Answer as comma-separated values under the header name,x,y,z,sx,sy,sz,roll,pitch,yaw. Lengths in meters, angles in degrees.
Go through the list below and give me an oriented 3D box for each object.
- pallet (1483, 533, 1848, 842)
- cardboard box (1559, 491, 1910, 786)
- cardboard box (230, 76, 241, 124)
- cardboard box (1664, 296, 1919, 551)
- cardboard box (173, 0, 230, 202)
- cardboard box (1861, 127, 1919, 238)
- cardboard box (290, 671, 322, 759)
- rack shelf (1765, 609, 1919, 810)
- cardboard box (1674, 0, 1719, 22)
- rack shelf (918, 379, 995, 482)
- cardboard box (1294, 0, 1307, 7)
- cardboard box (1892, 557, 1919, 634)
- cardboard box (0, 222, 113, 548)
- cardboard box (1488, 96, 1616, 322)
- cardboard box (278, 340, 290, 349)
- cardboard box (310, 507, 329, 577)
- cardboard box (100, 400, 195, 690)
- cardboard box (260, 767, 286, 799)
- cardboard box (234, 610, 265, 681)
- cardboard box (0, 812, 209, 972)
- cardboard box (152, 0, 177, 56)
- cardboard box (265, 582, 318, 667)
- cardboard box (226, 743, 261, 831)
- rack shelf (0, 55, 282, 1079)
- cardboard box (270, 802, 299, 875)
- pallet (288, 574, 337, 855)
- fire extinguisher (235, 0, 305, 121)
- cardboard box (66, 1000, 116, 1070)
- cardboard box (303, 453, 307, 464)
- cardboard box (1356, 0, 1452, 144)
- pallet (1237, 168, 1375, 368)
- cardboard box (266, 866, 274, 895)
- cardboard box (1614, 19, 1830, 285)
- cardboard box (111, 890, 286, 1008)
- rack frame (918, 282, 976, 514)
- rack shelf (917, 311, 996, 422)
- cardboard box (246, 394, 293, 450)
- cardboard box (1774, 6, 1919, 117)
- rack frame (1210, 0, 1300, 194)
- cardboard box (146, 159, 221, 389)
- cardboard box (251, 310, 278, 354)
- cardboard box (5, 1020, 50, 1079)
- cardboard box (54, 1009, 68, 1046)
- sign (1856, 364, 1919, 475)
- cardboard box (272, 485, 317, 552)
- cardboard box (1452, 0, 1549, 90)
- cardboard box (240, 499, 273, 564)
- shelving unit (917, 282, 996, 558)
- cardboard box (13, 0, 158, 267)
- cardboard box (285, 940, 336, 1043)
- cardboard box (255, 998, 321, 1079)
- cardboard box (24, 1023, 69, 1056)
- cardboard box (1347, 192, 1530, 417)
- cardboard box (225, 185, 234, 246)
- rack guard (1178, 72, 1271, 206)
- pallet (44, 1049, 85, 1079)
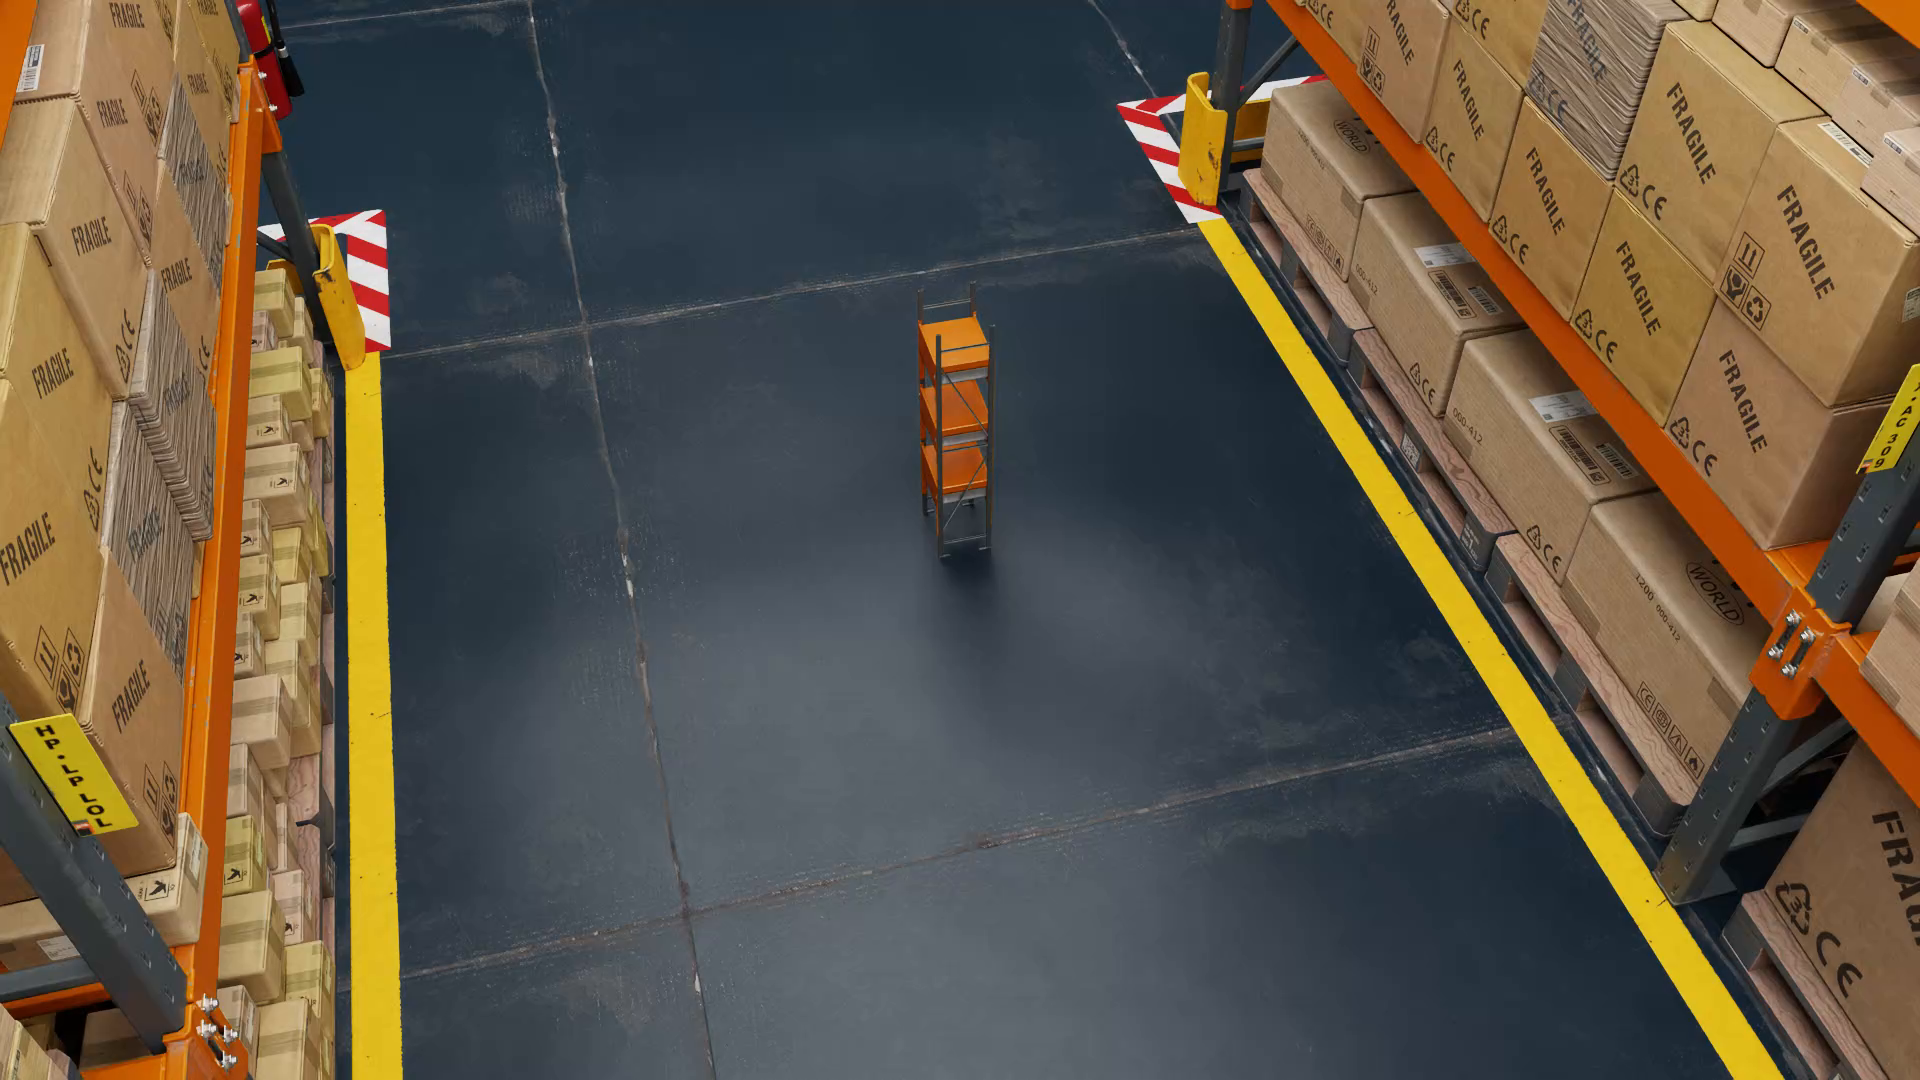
name,x,y,z,sx,sy,sz,roll,pitch,yaw
pallet,2.548,0.389,5.721,1.003,0.211,1.213,-11,47,-10
cardboard box,2.610,0.249,5.406,0.875,0.438,0.875,-11,47,-11
cardboard box,-2.759,-1.573,5.867,0.380,0.149,0.250,-11,47,-10
cardboard box,2.302,-0.356,4.429,0.500,0.500,0.500,-10,46,-10
cardboard box,-2.625,-1.354,5.198,0.500,0.500,0.500,-11,47,-11
cardboard box,2.281,-0.814,3.723,0.380,0.149,0.250,-12,47,-11
cardboard box,-2.246,0.580,5.284,0.380,0.149,0.250,-12,47,-11
rack shelf,3.179,1.585,3.100,1.077,0.370,4.000,-11,47,-10
cardboard box,2.083,-1.528,4.423,0.380,0.149,0.250,-11,47,-11
rack shelf,-0.014,-0.397,5.919,0.215,0.259,0.240,-11,47,-10
cardboard box,1.489,-2.460,6.491,0.500,0.500,0.500,-11,47,-11
cardboard box,2.507,0.185,3.723,0.500,0.250,0.500,-12,47,-11
cardboard box,-2.119,-0.273,3.439,0.500,0.500,0.500,-12,47,-12
cardboard box,2.022,-1.055,5.113,0.500,0.500,0.500,-11,47,-11
cardboard box,-2.690,-0.585,6.217,0.380,0.149,0.250,-12,47,-11
cardboard box,-2.430,0.032,5.821,0.380,0.149,0.250,-13,47,-12
cardboard box,-2.109,0.060,3.813,0.500,0.500,0.500,-11,47,-10
cardboard box,-2.238,0.664,4.993,0.380,0.149,0.250,-9,46,-8
cardboard box,-2.330,0.388,5.055,0.380,0.149,0.250,-12,47,-12
cardboard box,-1.848,0.760,3.581,0.380,0.149,0.250,-9,46,-9
cardboard box,-2.629,-1.703,4.841,0.500,0.500,0.500,-12,47,-12
cardboard box,-2.280,0.304,5.346,0.380,0.149,0.250,-10,46,-10
cardboard box,-2.194,0.752,4.699,0.380,0.149,0.250,-12,47,-11
rack shelf,-2.604,-0.202,4.851,1.077,0.370,4.000,-11,47,-10
cardboard box,-2.170,0.956,4.915,0.380,0.149,0.250,-12,47,-11
pallet,-2.614,0.602,5.512,1.003,0.211,1.213,-11,47,-10
fire extinguisher,-2.734,-1.935,6.361,0.296,0.674,0.183,-11,47,-10
cardboard box,-2.507,1.375,4.504,0.380,0.149,0.250,-10,46,-9
cardboard box,-2.631,-0.301,6.147,0.380,0.149,0.250,-11,47,-11
cardboard box,1.758,-1.762,5.806,0.500,0.500,0.500,-11,47,-11
pallet,1.924,-1.295,7.372,1.003,0.211,1.213,-11,47,-10
cardboard box,-2.124,1.045,4.619,0.380,0.149,0.250,-11,47,-11
cardboard box,2.158,-1.060,4.418,0.500,0.500,0.500,-11,47,-11
cardboard box,-1.993,1.093,4.364,0.380,0.149,0.250,-9,46,-8
rack frame,-0.045,-0.489,5.994,0.200,1.050,0.008,-11,47,-10
rack shelf,-0.014,-0.596,5.716,0.215,0.259,0.240,-11,47,-10
cardboard box,-2.532,-0.343,5.771,0.380,0.149,0.250,-12,47,-12
cardboard box,2.264,-1.190,4.092,0.380,0.149,0.250,-11,47,-10
rack frame,1.643,-2.809,6.903,1.000,3.000,0.127,-11,47,-10
cardboard box,-2.368,-0.659,4.518,0.500,0.500,0.500,-9,46,-8
cardboard box,-2.727,-0.689,6.110,0.380,0.149,0.250,-10,46,-10
cardboard box,-1.799,1.003,2.841,0.380,0.149,0.250,-9,46,-9
cardboard box,-2.561,1.330,4.340,0.380,0.149,0.250,-13,47,-12
sign,2.131,-0.276,3.758,0.100,0.325,0.005,-11,47,-10
cardboard box,-2.425,-0.062,5.704,0.380,0.149,0.250,-10,46,-10
cardboard box,1.898,-1.757,5.102,0.500,0.500,0.500,-11,47,-10
cardboard box,-2.450,0.035,5.401,0.380,0.149,0.250,-12,47,-12
shelving unit,-0.014,-0.404,5.911,0.215,1.050,0.252,-11,47,-10
cardboard box,-2.348,-0.981,4.133,0.500,0.500,0.500,-12,47,-12
cardboard box,-1.943,1.284,4.593,0.380,0.149,0.250,-9,46,-9
cardboard box,-1.875,1.365,4.306,0.380,0.149,0.250,-9,46,-8
cardboard box,-2.435,1.372,4.091,0.380,0.149,0.250,-9,46,-9
cardboard box,2.151,-0.992,6.622,0.875,0.438,0.875,-10,46,-9
cardboard box,-2.565,-1.052,5.357,0.380,0.149,0.250,-10,46,-9
rack guard,1.637,-1.951,7.812,1.175,0.500,0.348,-11,47,-10
pallet,-2.037,1.549,2.766,1.003,0.211,1.213,-11,47,-10
